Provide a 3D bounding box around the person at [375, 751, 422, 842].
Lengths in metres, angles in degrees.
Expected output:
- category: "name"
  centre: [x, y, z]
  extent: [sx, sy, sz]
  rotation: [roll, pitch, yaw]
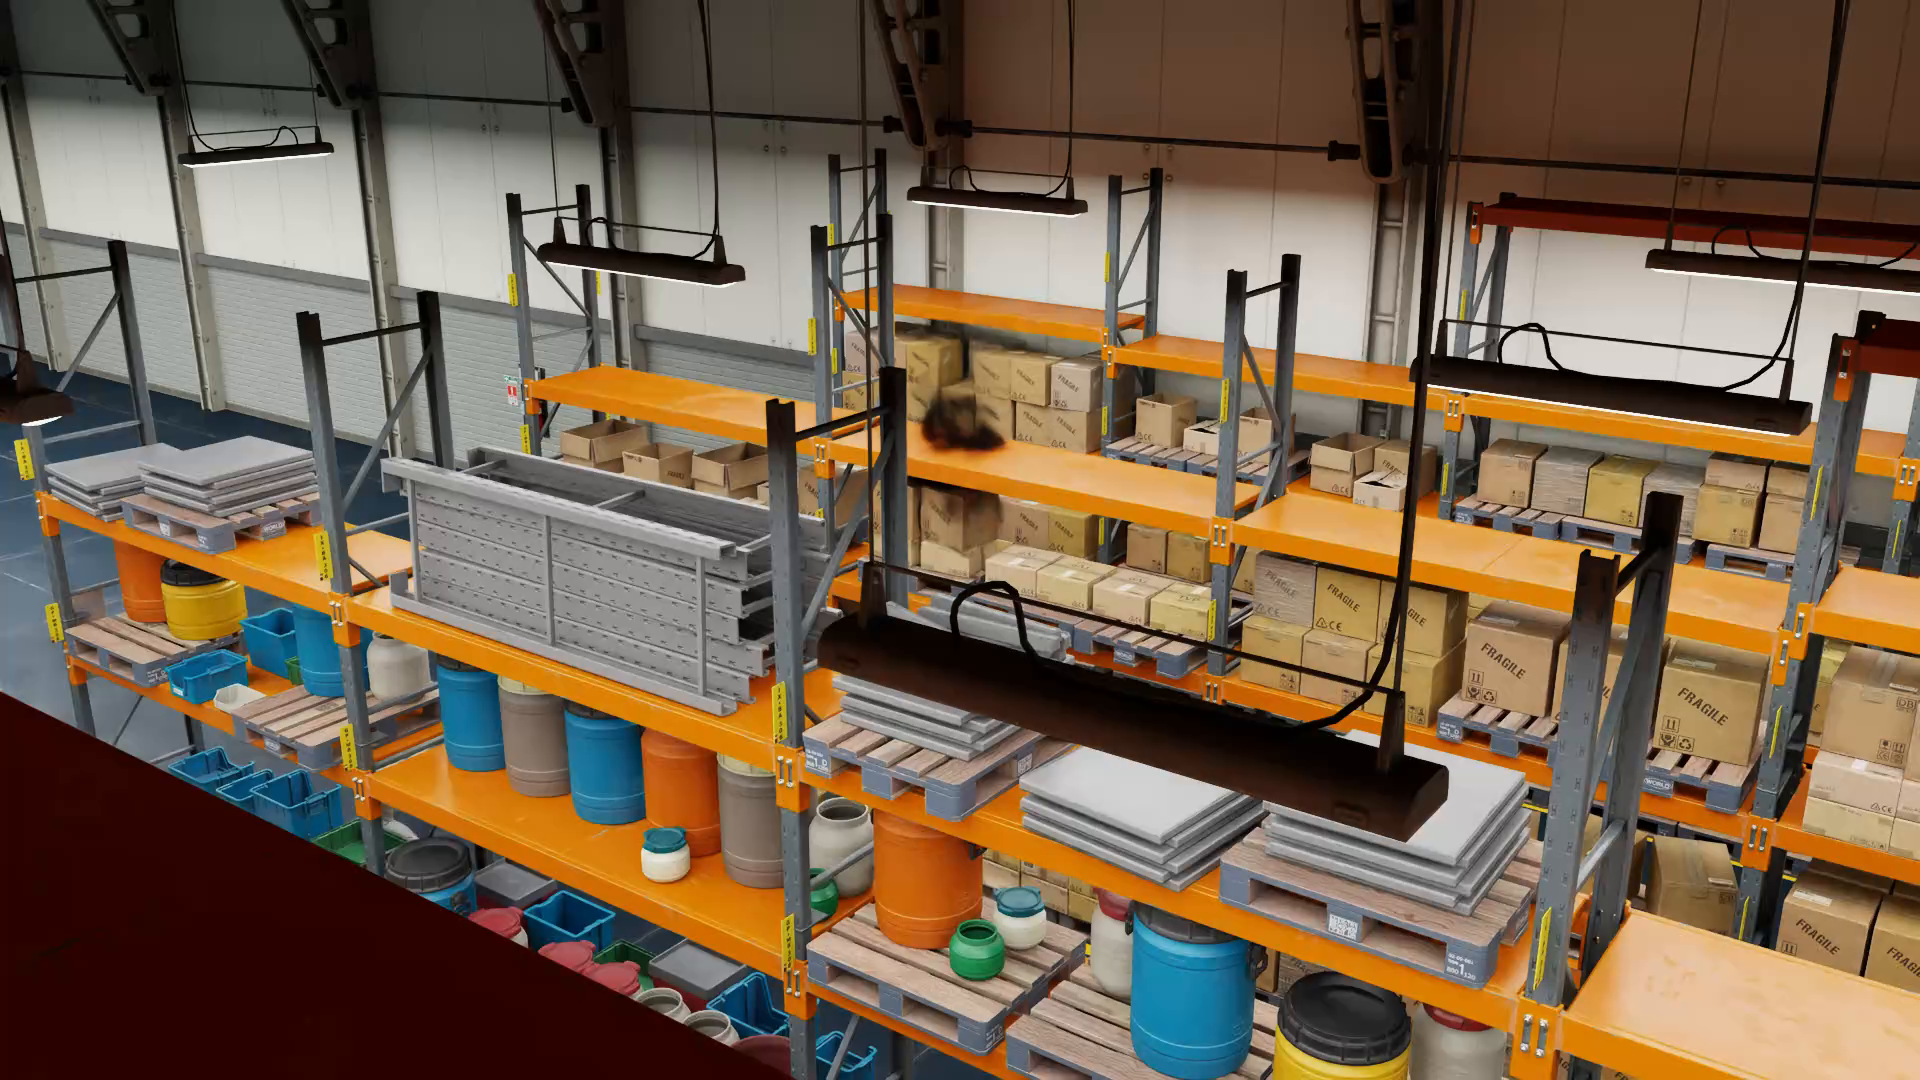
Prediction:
- category: "person"
  centre: [-5.329, 2.311, 15.595]
  extent: [0.867, 1.696, 0.632]
  rotation: [9, 20, 24]
